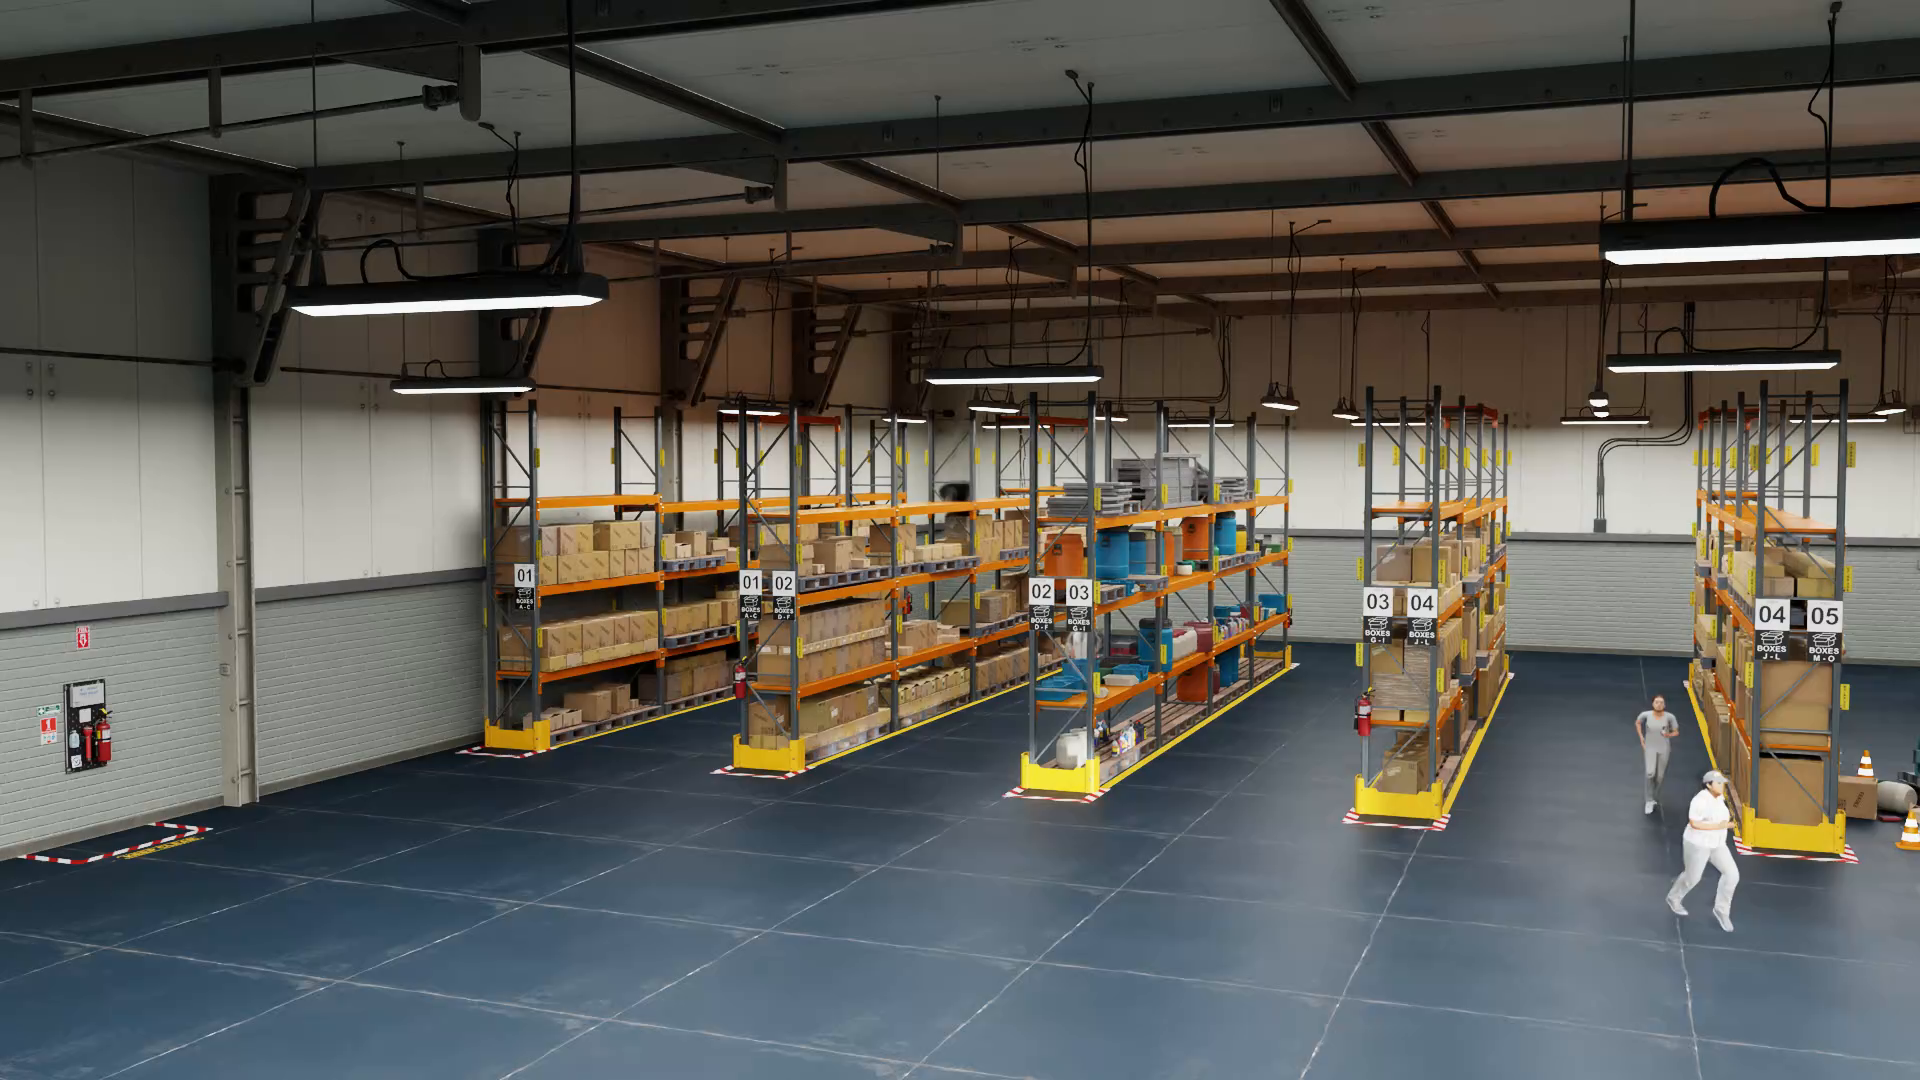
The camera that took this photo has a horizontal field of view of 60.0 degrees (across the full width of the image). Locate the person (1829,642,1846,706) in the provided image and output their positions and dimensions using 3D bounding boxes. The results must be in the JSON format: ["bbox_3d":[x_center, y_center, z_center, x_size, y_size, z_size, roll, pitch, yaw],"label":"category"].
[{"bbox_3d":[17.301,2.551,33.036,0.544,1.709,1.009,1,3,22],"label":"person"}]

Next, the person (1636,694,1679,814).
[{"bbox_3d":[9.880,3.024,23.568,0.549,1.666,0.764,1,3,16],"label":"person"}]

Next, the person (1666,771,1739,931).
[{"bbox_3d":[7.974,3.303,17.874,0.626,1.708,0.832,-2,3,-29],"label":"person"}]

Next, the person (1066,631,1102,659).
[{"bbox_3d":[2.347,2.285,31.770,0.684,1.766,0.811,1,3,16],"label":"person"}]
